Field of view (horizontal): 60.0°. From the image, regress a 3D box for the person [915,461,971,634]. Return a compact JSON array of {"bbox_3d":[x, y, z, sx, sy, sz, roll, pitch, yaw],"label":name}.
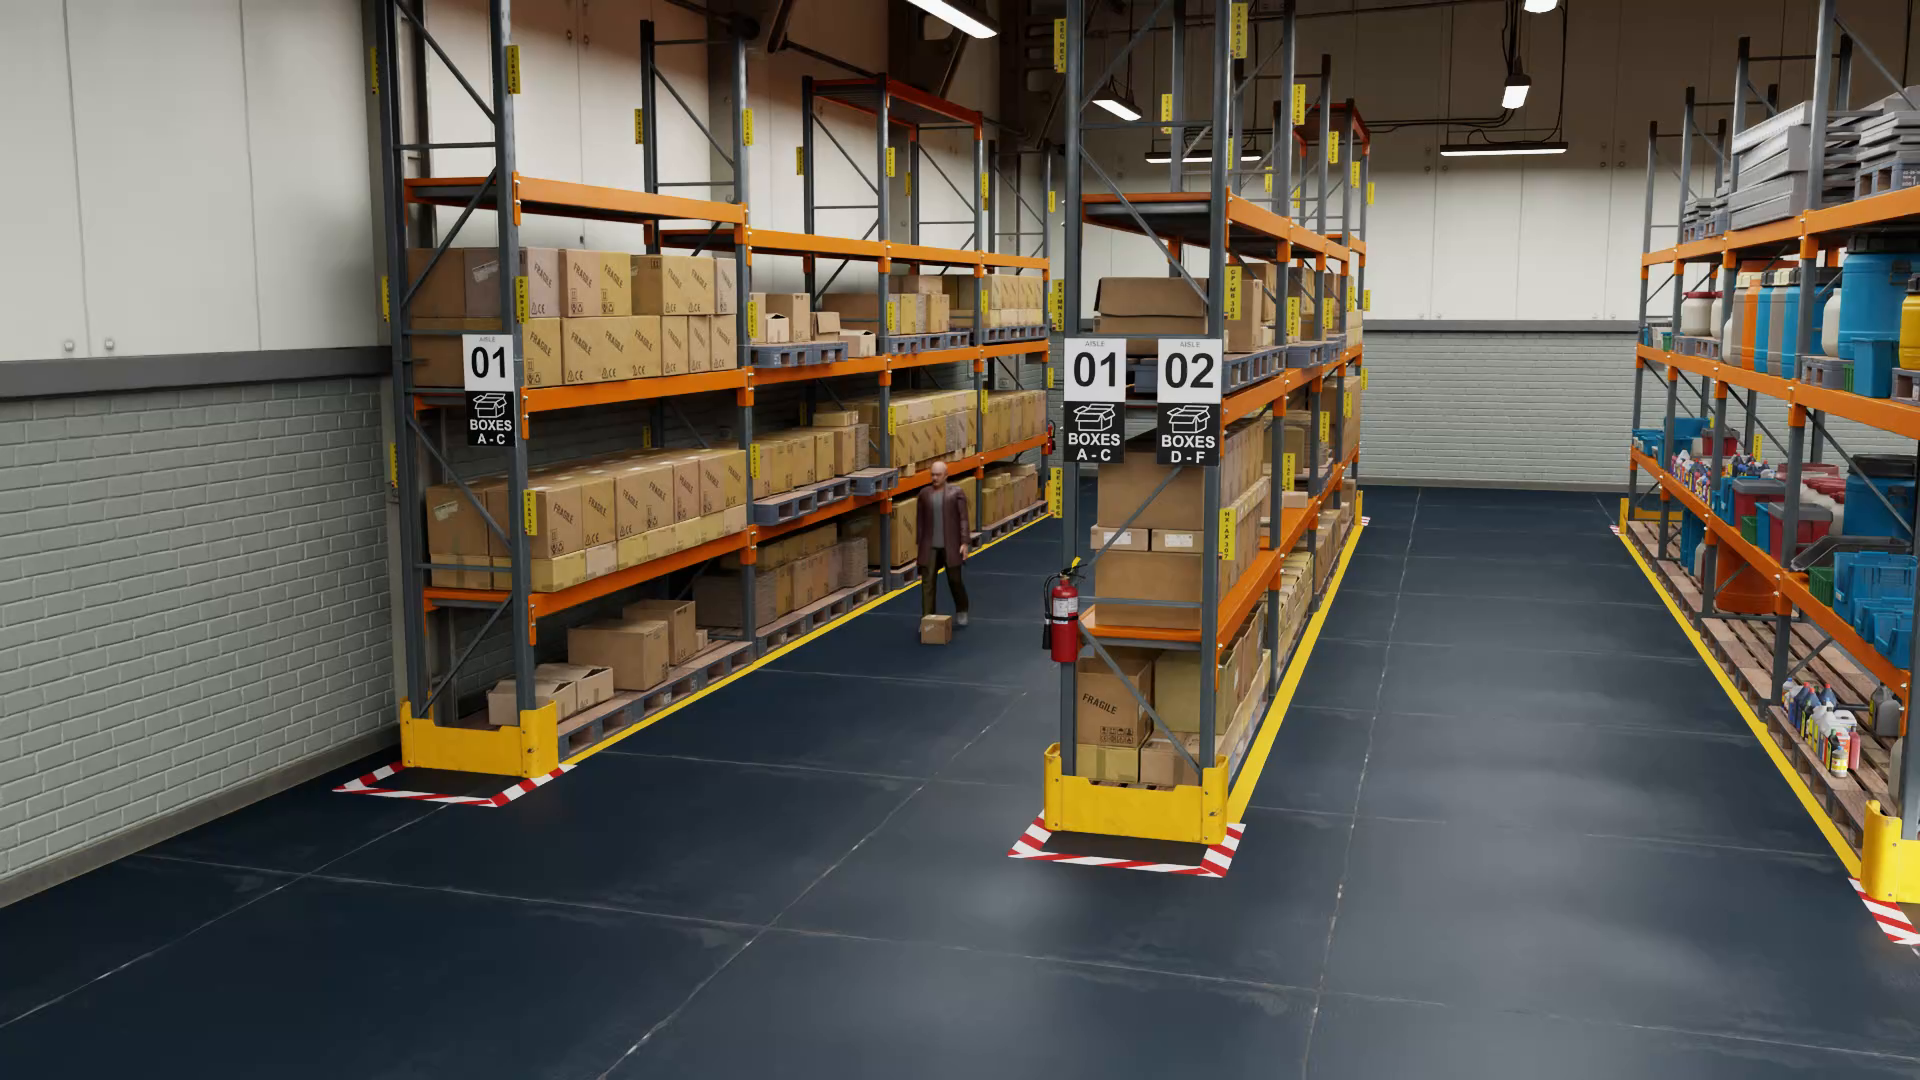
[{"bbox_3d":[-0.191,0.065,17.299,0.618,1.766,0.800,2,8,12],"label":"person"}]
